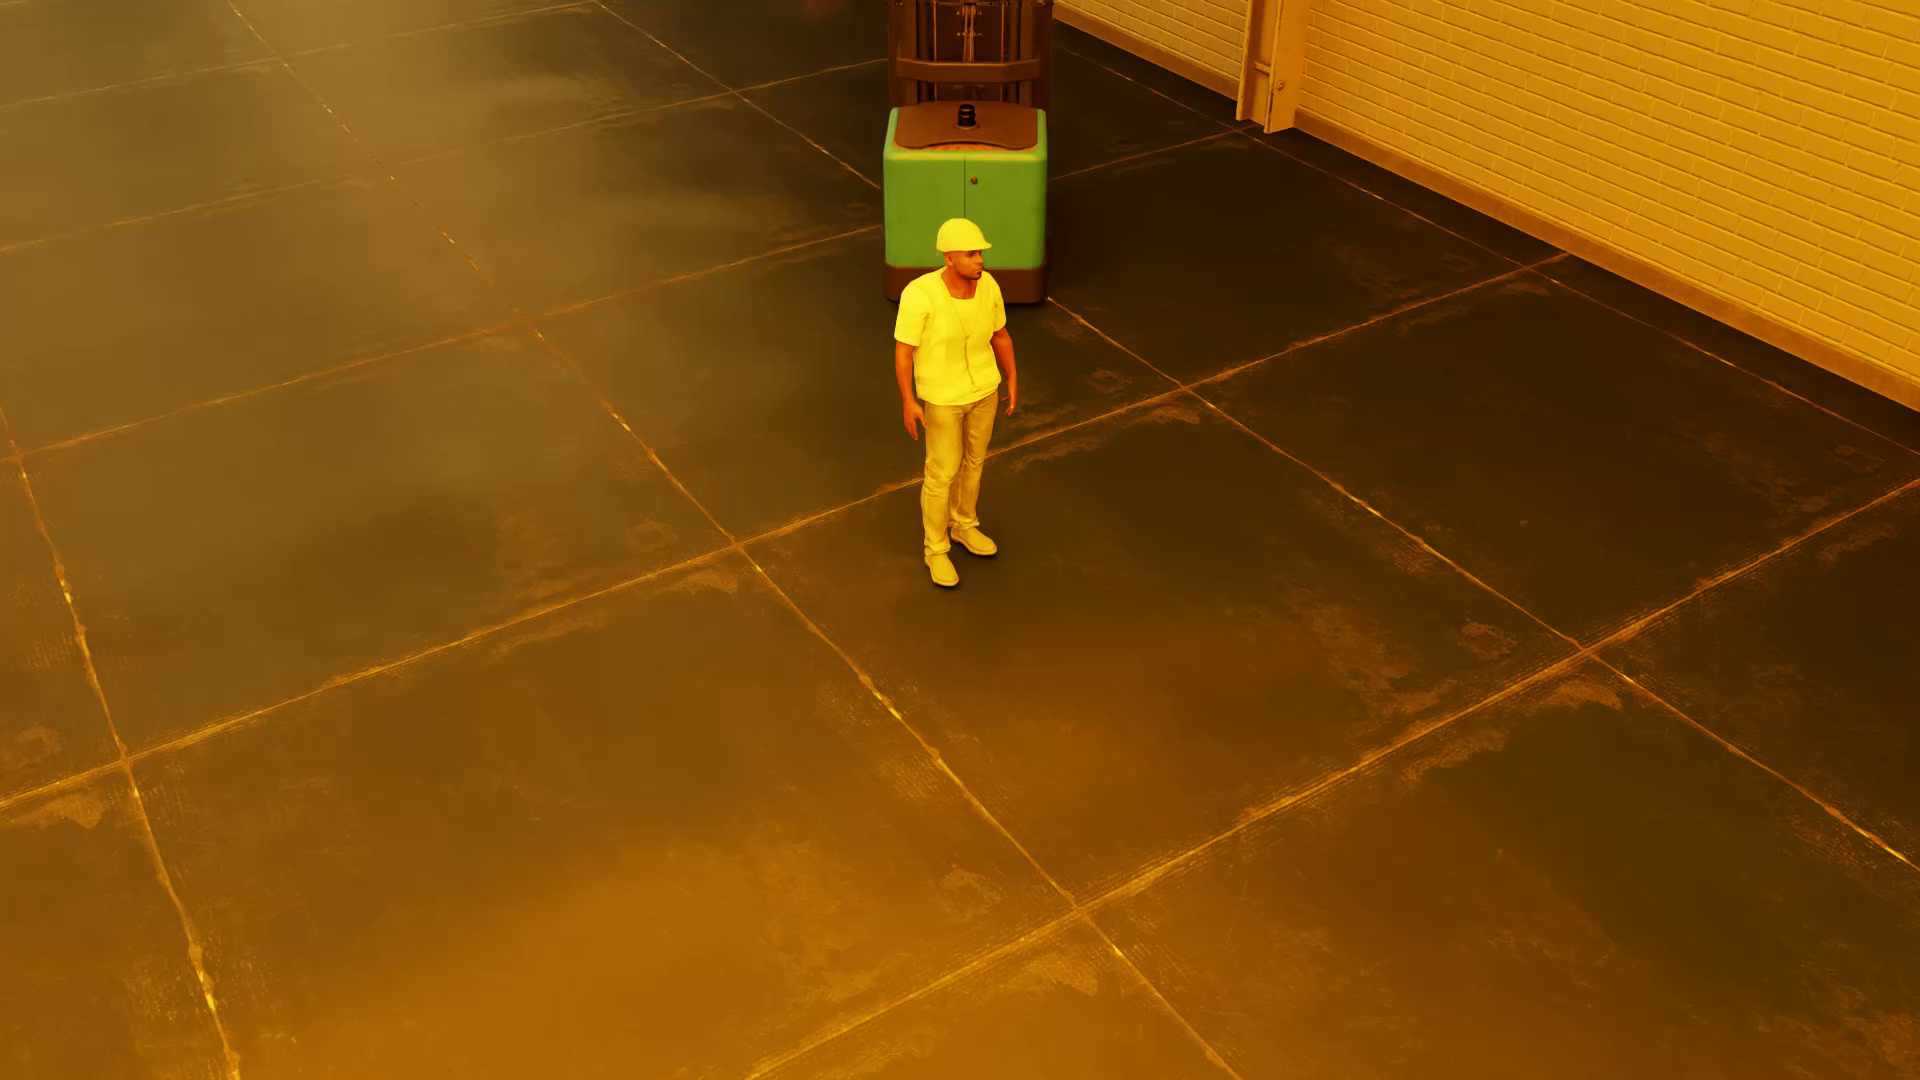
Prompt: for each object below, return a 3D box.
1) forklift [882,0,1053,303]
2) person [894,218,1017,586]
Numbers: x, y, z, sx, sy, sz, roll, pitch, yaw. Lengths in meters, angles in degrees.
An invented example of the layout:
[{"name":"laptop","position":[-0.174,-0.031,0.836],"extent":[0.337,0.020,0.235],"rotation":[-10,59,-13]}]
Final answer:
[{"name":"forklift","position":[0.073,-3.550,11.200],"extent":[1.130,2.935,3.031],"rotation":[1,35,1]},{"name":"person","position":[0.032,-0.693,8.135],"extent":[0.665,1.765,0.577],"rotation":[-21,40,-27]}]
